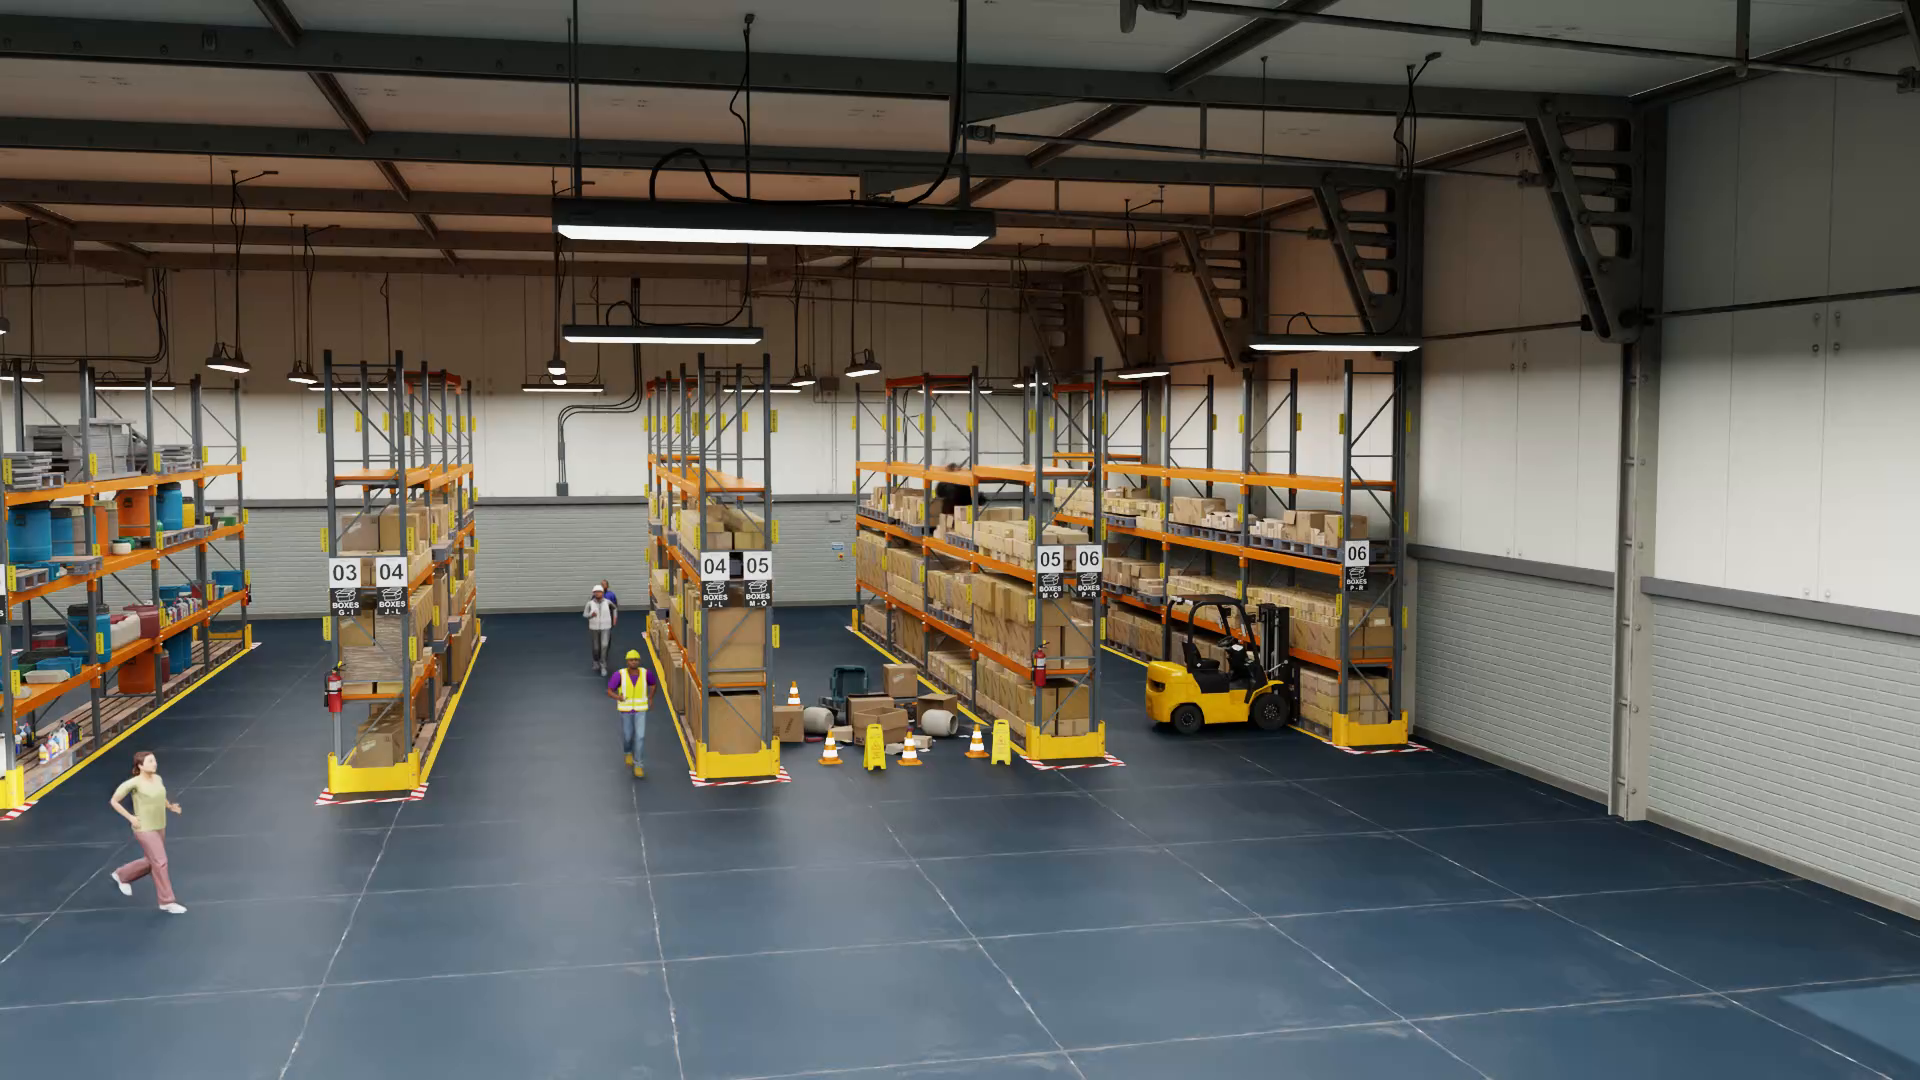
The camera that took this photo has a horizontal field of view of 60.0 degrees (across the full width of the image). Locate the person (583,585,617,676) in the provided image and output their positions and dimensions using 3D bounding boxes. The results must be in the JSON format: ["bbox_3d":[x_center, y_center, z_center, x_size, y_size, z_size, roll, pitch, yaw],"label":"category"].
[{"bbox_3d":[-7.214,1.786,33.331,0.666,1.770,0.963,-1,4,-9],"label":"person"}]

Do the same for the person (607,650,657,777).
[{"bbox_3d":[-4.695,2.456,23.849,0.717,1.763,0.908,-1,4,-14],"label":"person"}]

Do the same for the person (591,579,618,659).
[{"bbox_3d":[-7.621,1.695,35.670,0.558,1.705,0.804,-1,4,-15],"label":"person"}]

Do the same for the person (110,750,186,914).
[{"bbox_3d":[-8.378,2.990,17.107,0.901,1.671,0.578,1,4,14],"label":"person"}]
